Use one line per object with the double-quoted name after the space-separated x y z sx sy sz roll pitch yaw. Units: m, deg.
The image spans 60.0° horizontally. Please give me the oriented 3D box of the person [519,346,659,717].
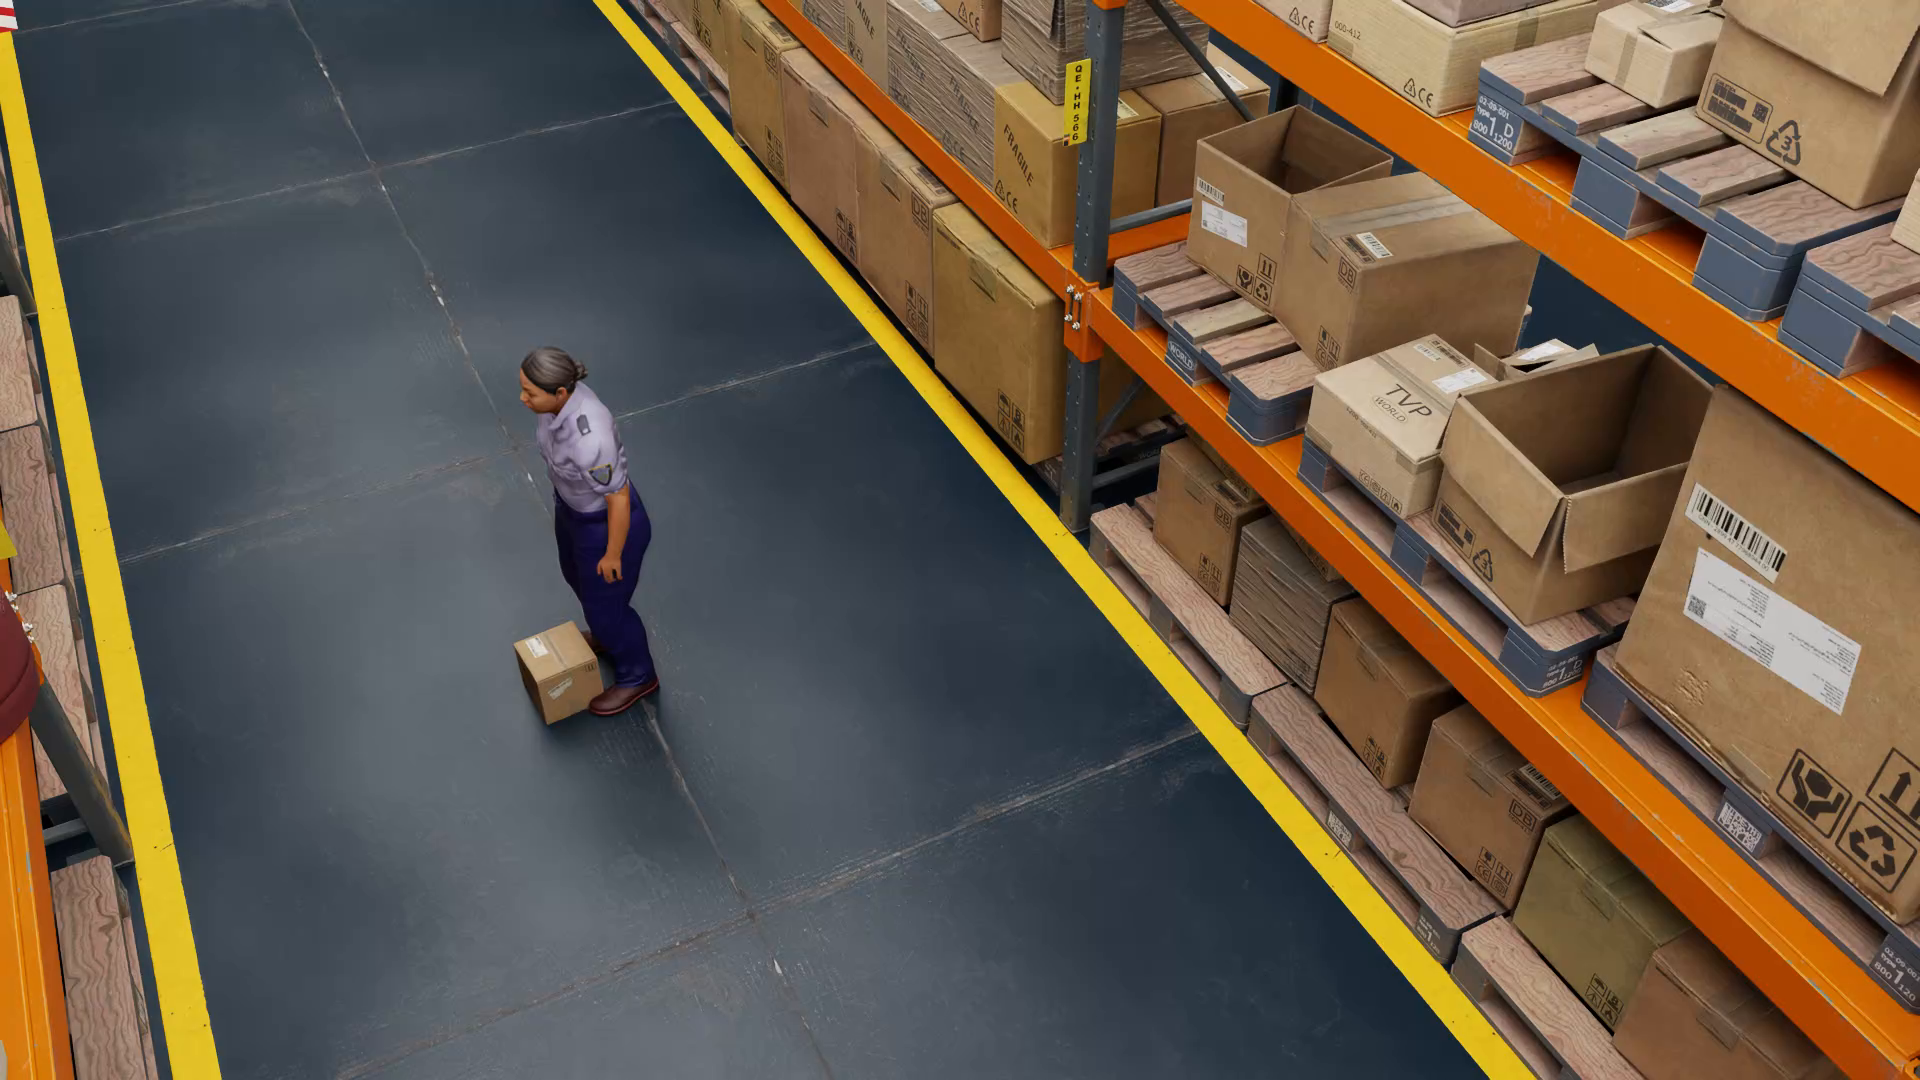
-1.385 -0.071 6.248 0.377 1.647 0.557 -22 46 -23 "person"
